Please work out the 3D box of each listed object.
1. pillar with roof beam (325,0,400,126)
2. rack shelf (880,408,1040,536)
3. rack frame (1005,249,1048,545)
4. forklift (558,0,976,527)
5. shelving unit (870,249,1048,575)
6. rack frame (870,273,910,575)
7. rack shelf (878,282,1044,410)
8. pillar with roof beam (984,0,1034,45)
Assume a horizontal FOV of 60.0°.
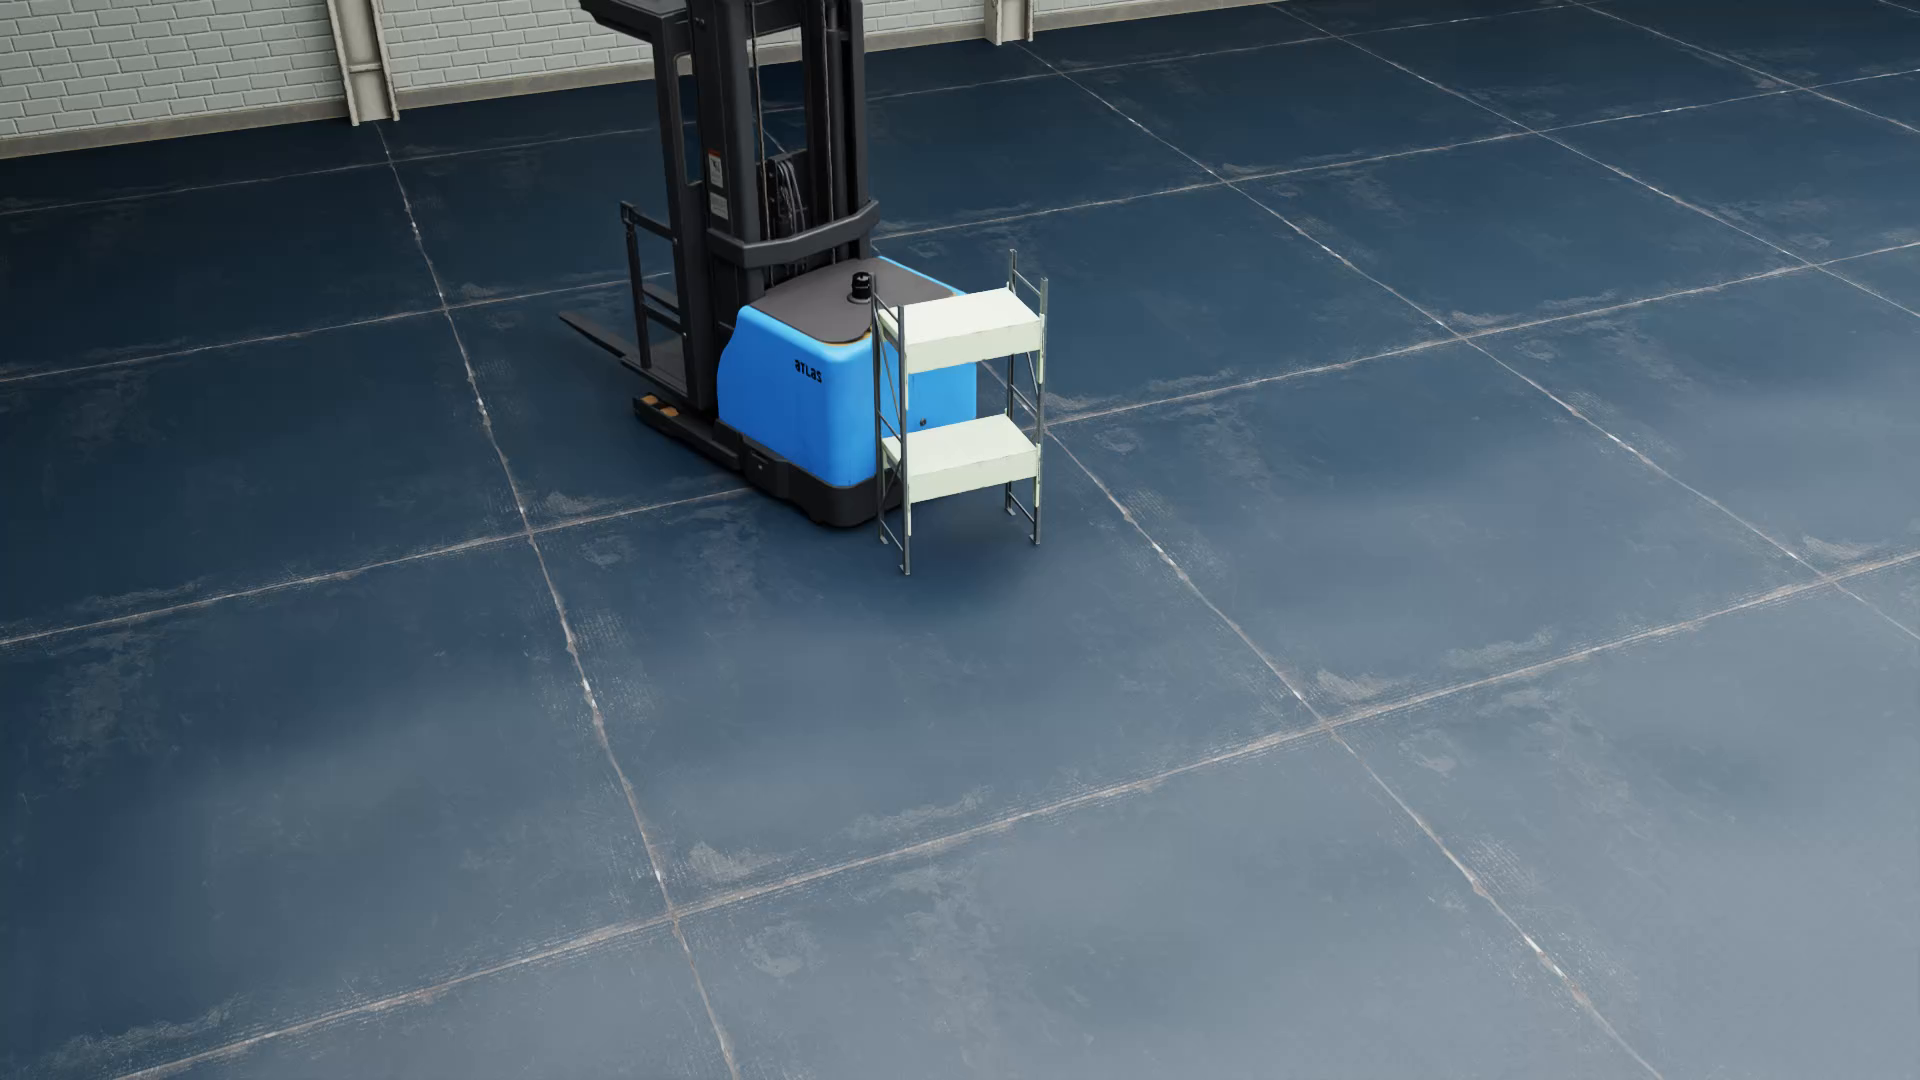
[{"bbox_3d":[-3.391,-5.256,8.577,0.400,9.000,9.100,-13,35,-19],"label":"pillar with roof beam"},{"bbox_3d":[-0.006,-0.354,8.517,0.720,0.370,0.431,-13,35,-19],"label":"rack shelf"},{"bbox_3d":[0.331,-0.704,8.458,0.023,1.500,0.400,-13,35,-19],"label":"rack frame"},{"bbox_3d":[-1.274,-2.008,9.148,1.130,2.935,3.031,-27,42,-35],"label":"forklift"},{"bbox_3d":[-0.006,-0.627,8.339,0.755,1.500,0.431,-13,35,-19],"label":"shelving unit"},{"bbox_3d":[-0.344,-0.550,8.220,0.023,1.500,0.400,-13,35,-19],"label":"rack frame"},{"bbox_3d":[-0.006,-0.954,8.126,0.720,0.370,0.431,-13,35,-19],"label":"rack shelf"},{"bbox_3d":[2.141,-6.523,10.523,0.400,9.000,9.100,-13,35,-19],"label":"pillar with roof beam"}]
